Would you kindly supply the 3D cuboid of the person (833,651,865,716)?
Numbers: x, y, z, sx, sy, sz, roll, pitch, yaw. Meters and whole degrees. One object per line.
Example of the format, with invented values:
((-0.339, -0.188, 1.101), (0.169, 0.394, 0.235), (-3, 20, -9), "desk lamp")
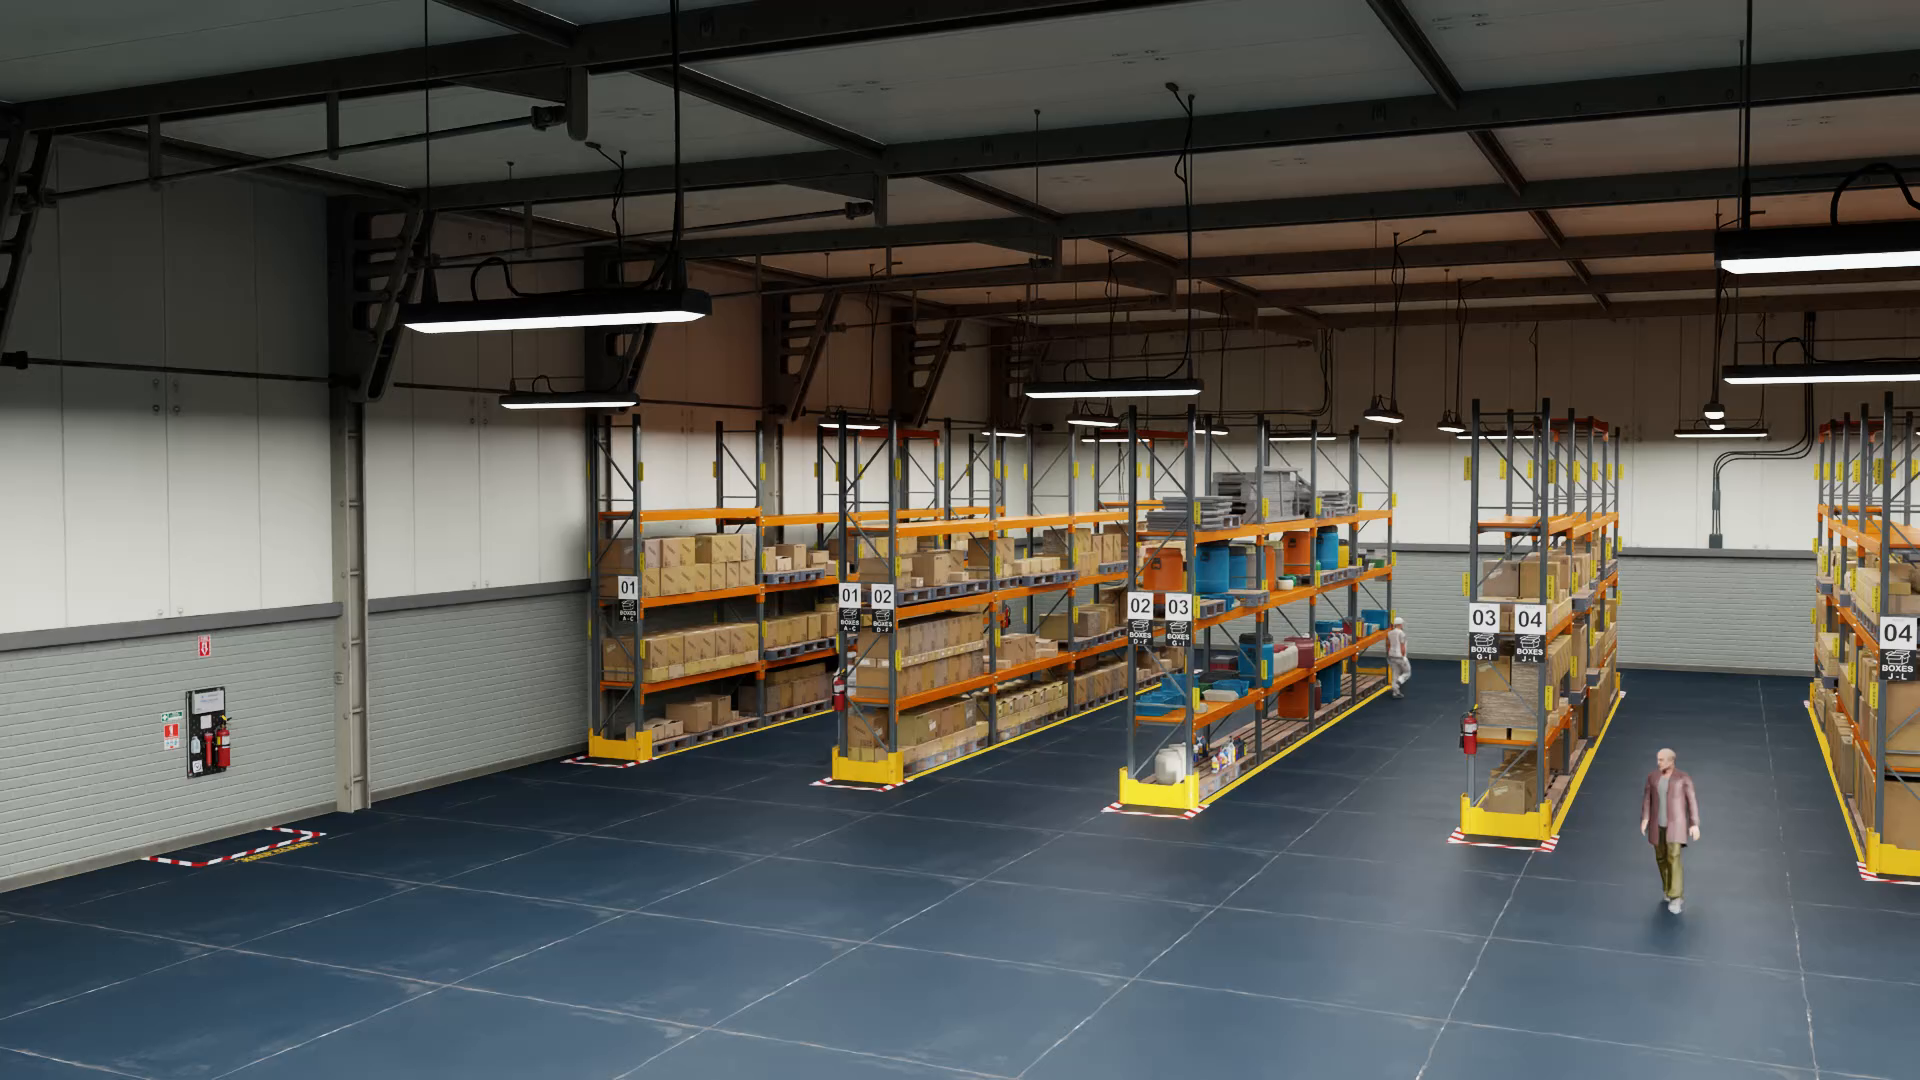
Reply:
((-1.981, 2.921, 29.854), (0.563, 1.820, 0.609), (1, 2, 14), "person")

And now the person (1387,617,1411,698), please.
((9.623, 2.600, 36.699), (0.487, 1.789, 0.578), (-1, 3, -31), "person")

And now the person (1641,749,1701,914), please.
((8.165, 3.326, 19.246), (0.705, 1.794, 0.644), (-2, 3, -38), "person")
